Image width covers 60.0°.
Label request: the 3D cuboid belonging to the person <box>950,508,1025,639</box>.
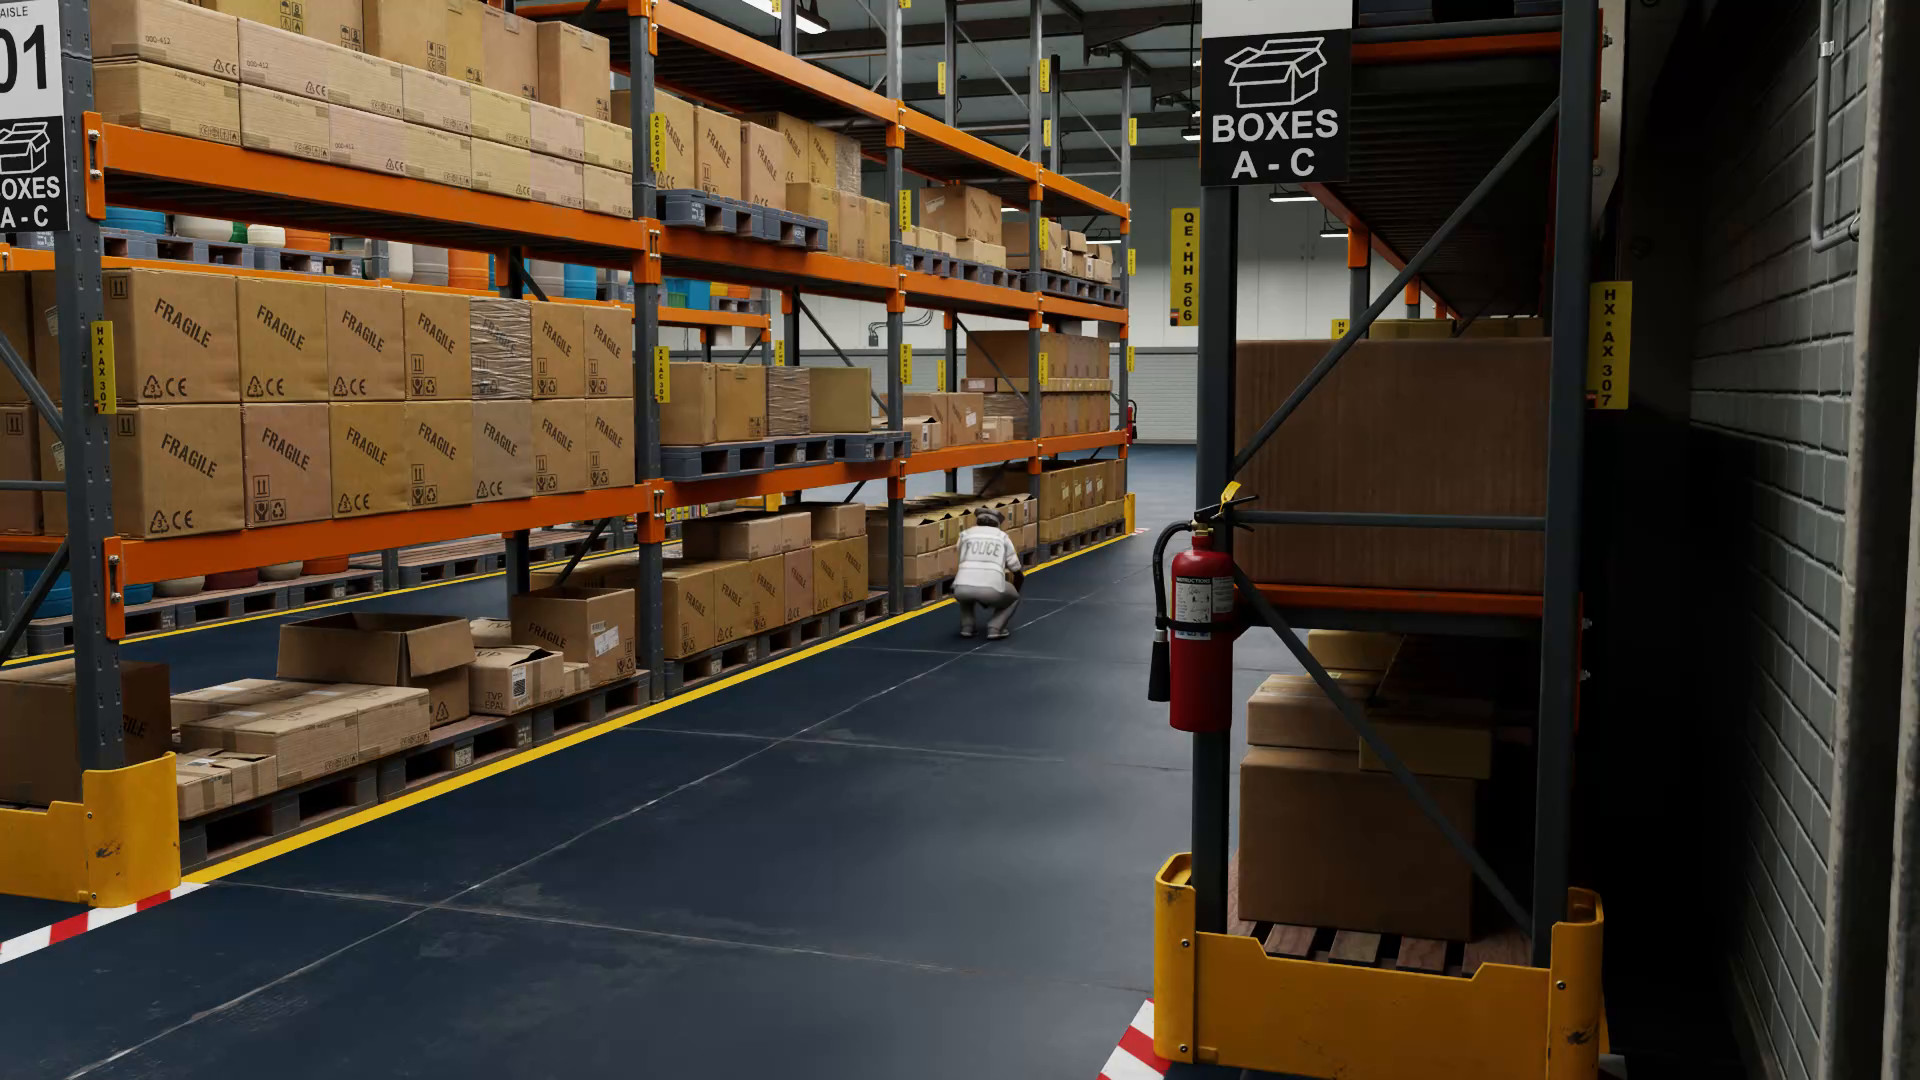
[{"bbox_3d":[0.203,0.247,12.502,0.499,0.957,0.833,2,6,17],"label":"person"}]
